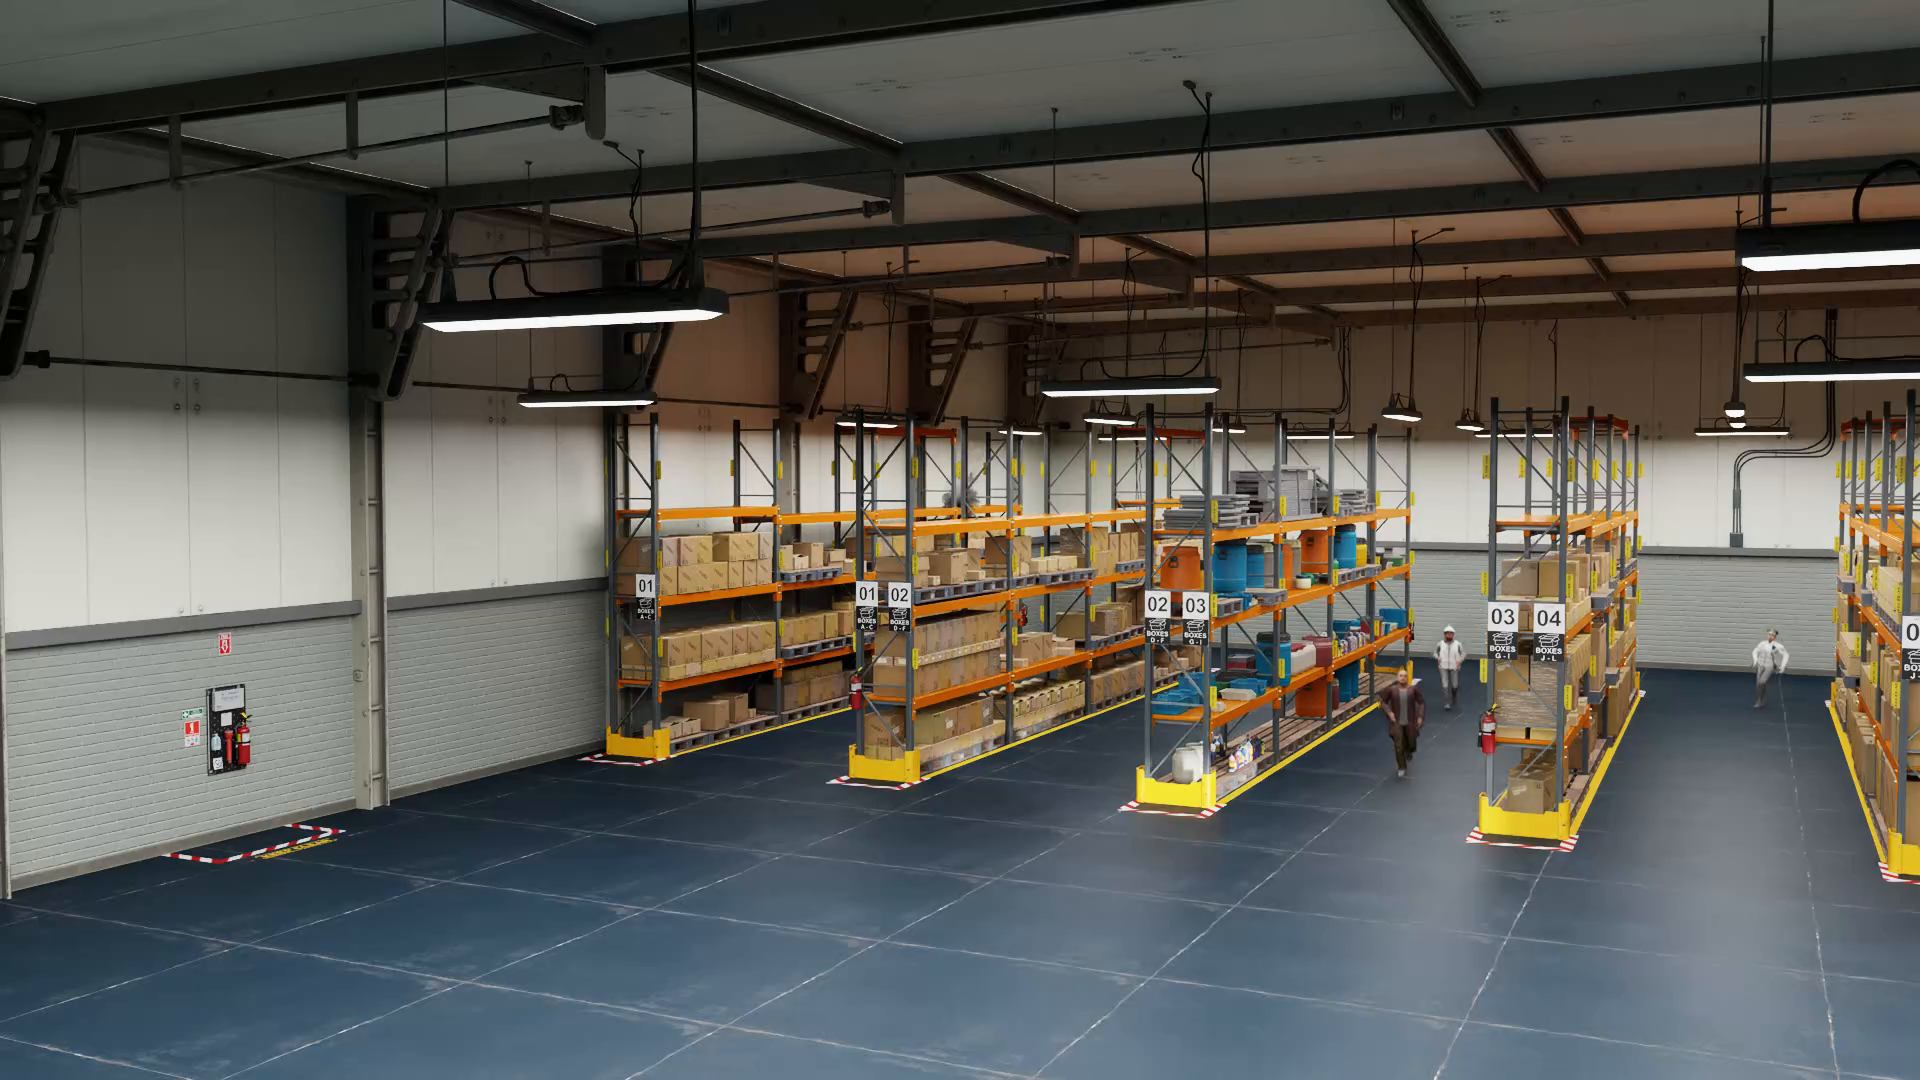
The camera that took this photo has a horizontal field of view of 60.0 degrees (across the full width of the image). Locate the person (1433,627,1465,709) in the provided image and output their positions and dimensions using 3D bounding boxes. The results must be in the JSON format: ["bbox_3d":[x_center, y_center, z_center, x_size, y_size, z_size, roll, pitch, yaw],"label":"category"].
[{"bbox_3d":[10.232,2.675,34.802,0.656,1.722,0.603,1,3,17],"label":"person"}]

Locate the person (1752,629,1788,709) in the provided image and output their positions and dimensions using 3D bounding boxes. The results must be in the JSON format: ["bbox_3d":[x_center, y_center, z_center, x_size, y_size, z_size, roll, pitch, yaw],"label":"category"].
[{"bbox_3d":[16.993,2.706,35.027,0.607,1.691,0.644,-2,3,-36],"label":"person"}]

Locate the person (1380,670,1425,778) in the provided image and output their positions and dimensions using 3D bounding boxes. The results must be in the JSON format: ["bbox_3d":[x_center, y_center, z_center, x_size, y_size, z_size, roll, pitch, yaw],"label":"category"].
[{"bbox_3d":[7.284,3.001,27.370,0.730,1.724,0.717,0,2,9],"label":"person"}]
